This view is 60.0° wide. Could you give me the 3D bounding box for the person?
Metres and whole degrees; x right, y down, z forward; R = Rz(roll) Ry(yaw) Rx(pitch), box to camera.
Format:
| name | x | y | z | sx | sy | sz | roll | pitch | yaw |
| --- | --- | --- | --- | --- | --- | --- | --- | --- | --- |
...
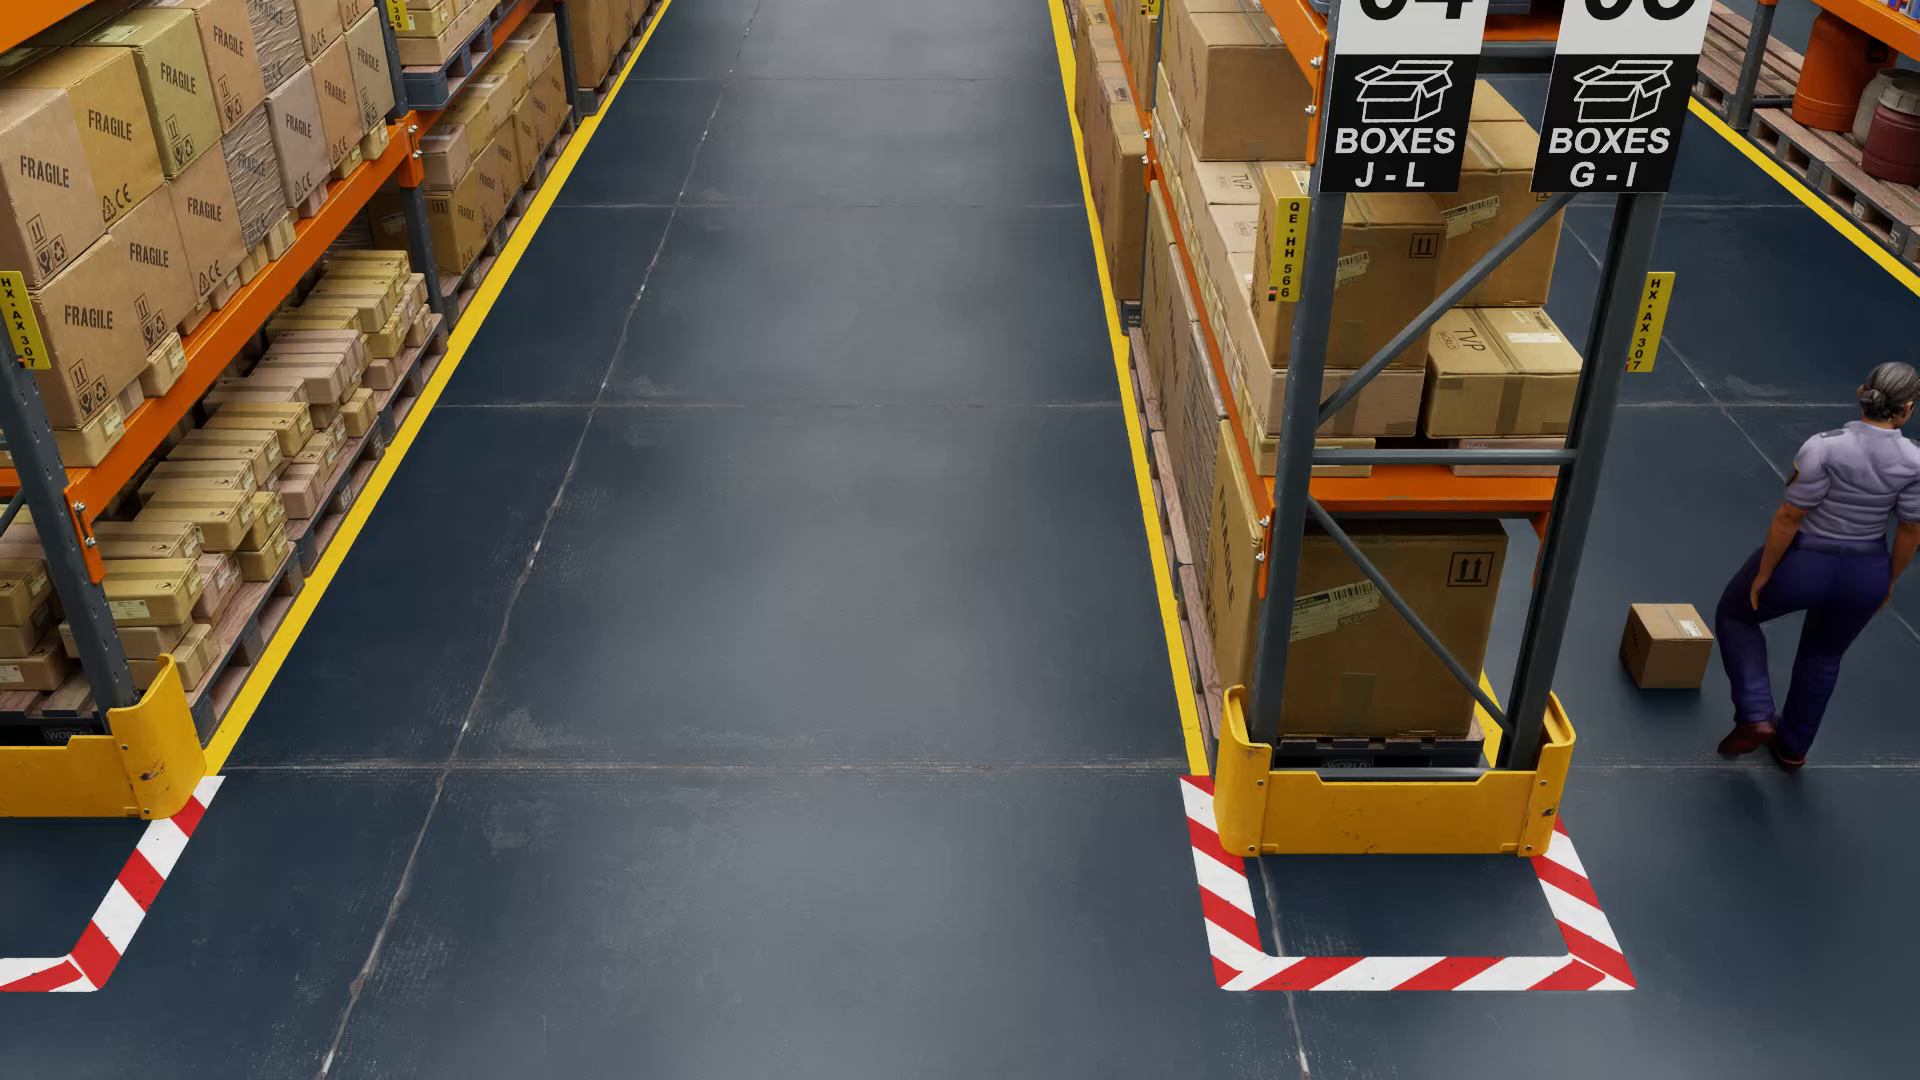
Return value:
| name | x | y | z | sx | sy | sz | roll | pitch | yaw |
| --- | --- | --- | --- | --- | --- | --- | --- | --- | --- |
| person | 3.076 | 0.105 | 5.956 | 0.514 | 1.655 | 0.418 | 5 | 32 | 8 |
